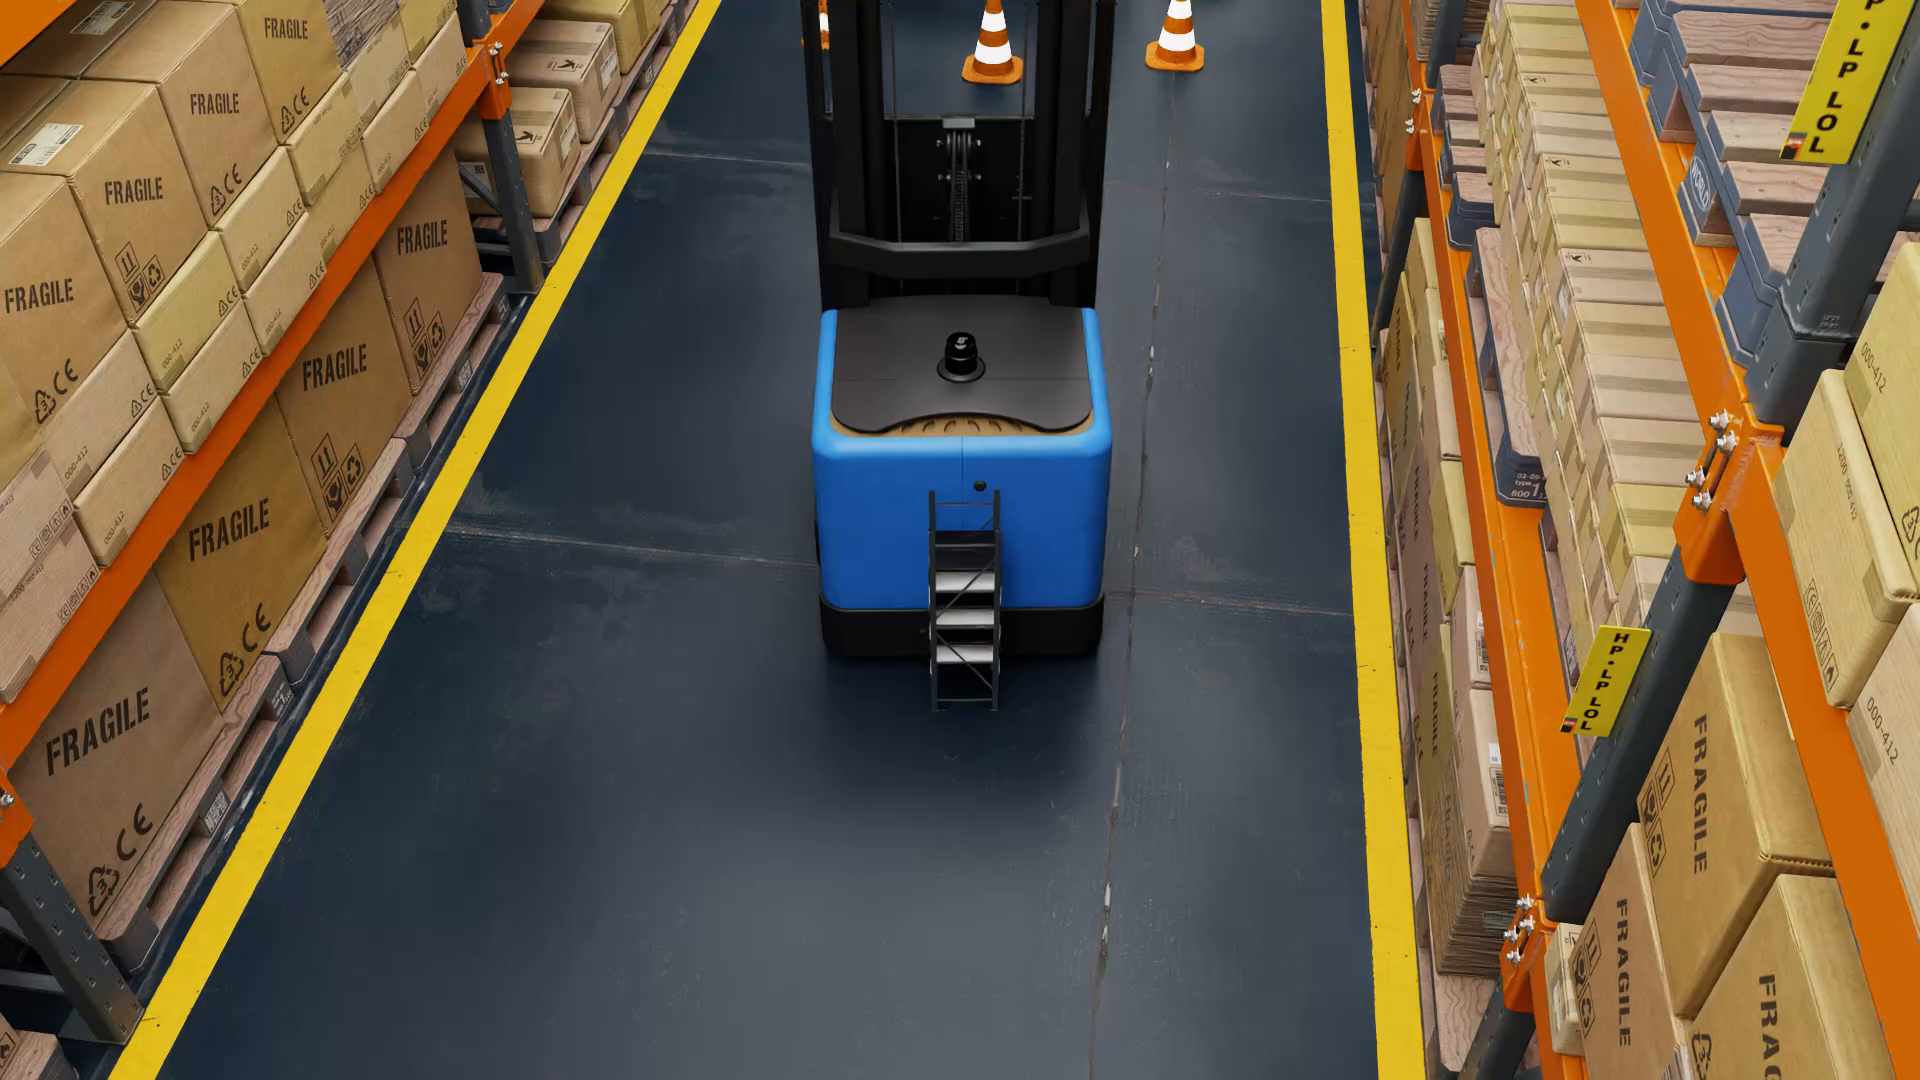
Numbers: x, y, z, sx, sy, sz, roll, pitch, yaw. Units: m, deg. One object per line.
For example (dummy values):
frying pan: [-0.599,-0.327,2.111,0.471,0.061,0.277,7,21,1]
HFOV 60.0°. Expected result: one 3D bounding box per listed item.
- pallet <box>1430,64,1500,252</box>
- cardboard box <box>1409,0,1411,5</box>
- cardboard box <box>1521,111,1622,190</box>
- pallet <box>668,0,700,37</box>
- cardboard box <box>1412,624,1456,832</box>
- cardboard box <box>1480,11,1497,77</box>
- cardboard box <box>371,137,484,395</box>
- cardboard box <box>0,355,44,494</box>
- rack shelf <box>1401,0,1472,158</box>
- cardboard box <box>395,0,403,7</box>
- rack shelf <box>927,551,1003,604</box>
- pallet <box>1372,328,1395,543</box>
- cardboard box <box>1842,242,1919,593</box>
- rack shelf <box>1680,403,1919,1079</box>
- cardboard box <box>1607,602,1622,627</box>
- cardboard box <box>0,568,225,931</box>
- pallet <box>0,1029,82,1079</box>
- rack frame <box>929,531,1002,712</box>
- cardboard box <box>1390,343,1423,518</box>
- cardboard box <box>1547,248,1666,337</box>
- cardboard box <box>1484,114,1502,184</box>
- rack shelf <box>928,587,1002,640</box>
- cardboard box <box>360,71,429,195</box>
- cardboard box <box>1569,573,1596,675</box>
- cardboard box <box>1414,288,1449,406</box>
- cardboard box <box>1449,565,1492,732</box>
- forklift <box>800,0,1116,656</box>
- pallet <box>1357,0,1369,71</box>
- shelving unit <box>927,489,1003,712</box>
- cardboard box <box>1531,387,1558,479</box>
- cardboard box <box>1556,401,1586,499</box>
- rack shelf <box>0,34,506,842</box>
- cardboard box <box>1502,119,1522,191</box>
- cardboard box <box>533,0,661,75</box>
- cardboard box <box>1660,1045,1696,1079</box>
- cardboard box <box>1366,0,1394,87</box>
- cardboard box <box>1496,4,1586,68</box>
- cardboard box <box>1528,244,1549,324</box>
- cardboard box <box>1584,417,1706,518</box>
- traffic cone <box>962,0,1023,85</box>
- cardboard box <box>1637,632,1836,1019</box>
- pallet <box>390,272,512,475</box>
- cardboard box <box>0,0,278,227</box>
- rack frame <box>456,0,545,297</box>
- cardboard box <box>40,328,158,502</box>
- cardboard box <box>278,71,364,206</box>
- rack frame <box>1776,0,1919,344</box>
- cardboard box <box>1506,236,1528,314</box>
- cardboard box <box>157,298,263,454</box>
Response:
pallet: [2.414,-1.399,6.186,1.213,0.211,1.003,5,44,6]
cardboard box: [2.263,-2.672,7.317,0.500,0.500,0.500,5,44,6]
cardboard box: [2.010,-1.229,5.311,0.380,0.149,0.250,7,44,7]
pallet: [-2.090,-3.528,10.323,1.003,0.211,1.213,5,44,6]
cardboard box: [1.790,0.640,5.405,0.500,0.500,0.500,4,44,5]
cardboard box: [2.140,-1.823,6.154,0.380,0.149,0.250,7,44,7]
cardboard box: [-2.691,-1.263,7.142,0.875,0.875,0.875,5,44,5]
cardboard box: [-2.703,-0.293,4.077,0.500,0.500,0.500,6,44,6]
rack shelf: [2.667,-3.066,8.330,1.077,0.370,4.000,5,44,6]
cardboard box: [-2.326,-2.369,6.270,0.500,0.500,0.500,4,44,4]
rack shelf: [0.016,0.122,5.753,0.258,0.077,0.200,-1,43,-1]
pallet: [2.298,-0.419,7.039,1.003,0.211,1.213,5,44,6]
cardboard box: [1.572,-0.148,2.289,0.500,0.250,0.500,7,44,7]
rack shelf: [1.609,1.297,1.540,1.077,0.370,4.000,5,44,6]
cardboard box: [1.731,0.303,3.909,0.380,0.149,0.250,6,44,7]
cardboard box: [-3.043,0.570,5.207,0.875,0.875,0.875,6,44,7]
pallet: [-3.224,1.904,4.585,1.003,0.211,1.213,5,44,6]
rack frame: [0.018,0.299,5.780,0.240,0.900,0.006,-1,43,-1]
cardboard box: [1.993,-0.407,6.511,0.500,0.500,0.500,6,44,6]
cardboard box: [1.907,-0.695,4.747,0.380,0.149,0.250,3,44,4]
cardboard box: [2.073,-1.372,5.895,0.380,0.149,0.250,7,44,8]
rack shelf: [0.016,0.253,5.877,0.258,0.077,0.200,-1,43,-1]
cardboard box: [-2.379,-1.573,6.339,0.500,0.250,0.500,6,44,6]
cardboard box: [1.764,0.235,4.198,0.380,0.149,0.250,5,44,6]
cardboard box: [2.005,-0.688,6.262,0.500,0.250,0.500,5,44,5]
cardboard box: [1.803,0.365,5.150,0.500,0.250,0.500,7,44,7]
forklift: [-0.010,-1.624,6.334,1.130,2.935,3.031,-1,43,-1]
pallet: [2.904,-3.145,9.918,1.003,0.211,1.213,5,44,6]
shelving unit: [0.016,0.229,5.854,0.258,0.900,0.210,-1,43,-1]
cardboard box: [1.863,-0.296,4.758,0.380,0.149,0.250,4,44,4]
cardboard box: [1.832,-0.232,4.474,0.380,0.149,0.250,4,44,4]
rack shelf: [-2.782,-0.721,5.853,1.077,0.370,4.000,5,44,6]
cardboard box: [2.041,-1.283,5.585,0.380,0.149,0.250,5,44,6]
cardboard box: [-2.237,-2.948,9.287,0.950,0.372,0.625,7,44,7]
cardboard box: [1.500,1.270,2.938,0.500,0.500,0.500,5,44,5]
cardboard box: [2.807,-2.938,9.002,1.050,0.750,0.750,5,44,6]
cardboard box: [2.117,-1.761,5.873,0.380,0.149,0.250,4,44,4]
cardboard box: [1.939,-0.760,5.032,0.380,0.149,0.250,7,44,7]
cardboard box: [1.804,-0.166,4.188,0.380,0.149,0.250,4,44,4]
traffic cone: [0.188,-2.890,9.465,0.336,0.463,0.334,5,44,6]
cardboard box: [1.573,0.540,2.982,0.500,0.500,0.500,6,44,7]
pallet: [-2.696,-0.803,7.444,1.003,0.211,1.213,5,44,6]
cardboard box: [-2.532,-1.336,5.180,0.500,0.500,0.500,5,44,5]
rack frame: [-2.517,-2.346,7.045,1.000,3.000,0.127,5,44,6]
cardboard box: [-2.667,-0.379,4.714,0.500,0.250,0.500,6,44,6]
cardboard box: [-2.441,-1.419,5.812,0.500,0.250,0.500,4,44,4]
rack frame: [1.874,-1.417,1.701,1.000,3.000,0.127,5,44,6]
cardboard box: [1.970,-0.835,5.328,0.380,0.149,0.250,6,44,6]
cardboard box: [-2.576,-0.541,5.249,0.500,0.250,0.500,5,44,5]
